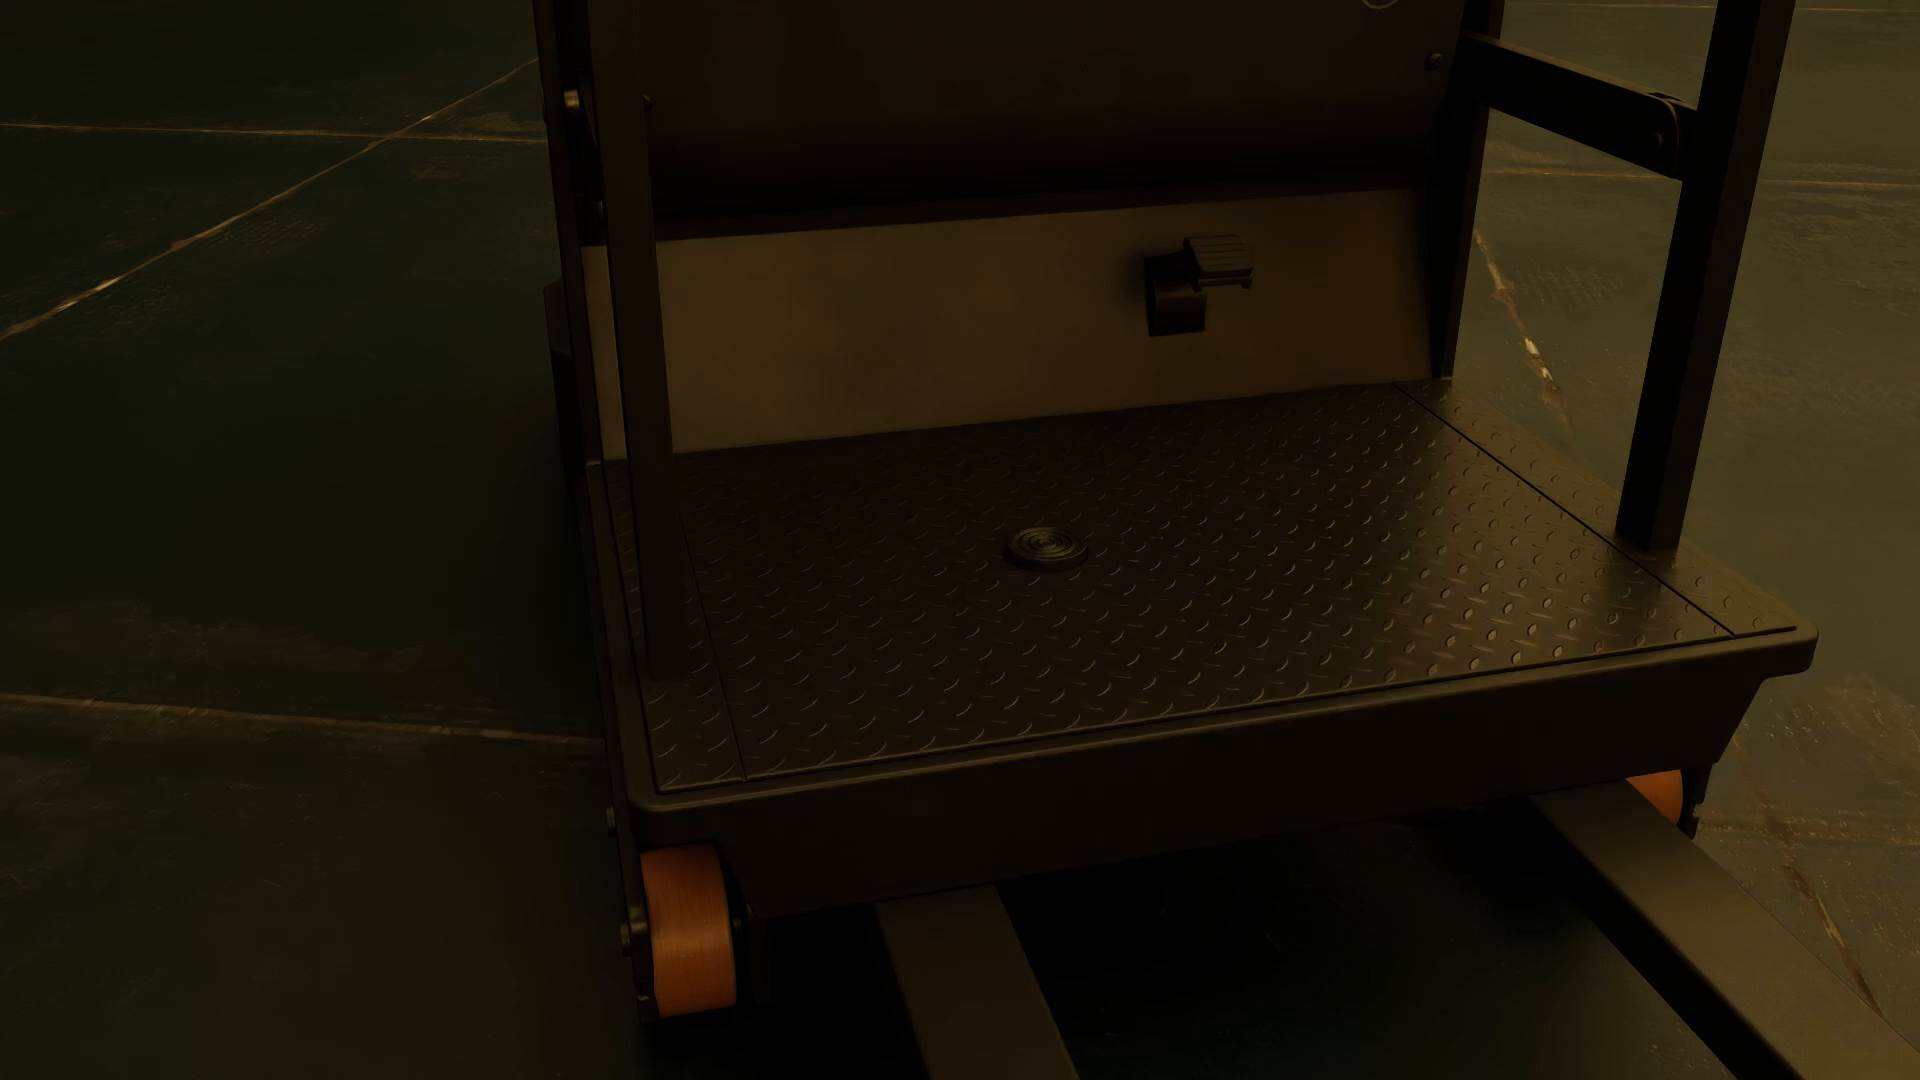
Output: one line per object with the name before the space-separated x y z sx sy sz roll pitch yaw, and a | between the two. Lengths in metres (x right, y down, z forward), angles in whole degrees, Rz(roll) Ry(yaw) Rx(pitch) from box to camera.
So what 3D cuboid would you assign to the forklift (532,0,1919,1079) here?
forklift | 0.153 -1.049 1.319 1.130 2.935 3.031 -7 27 -13
